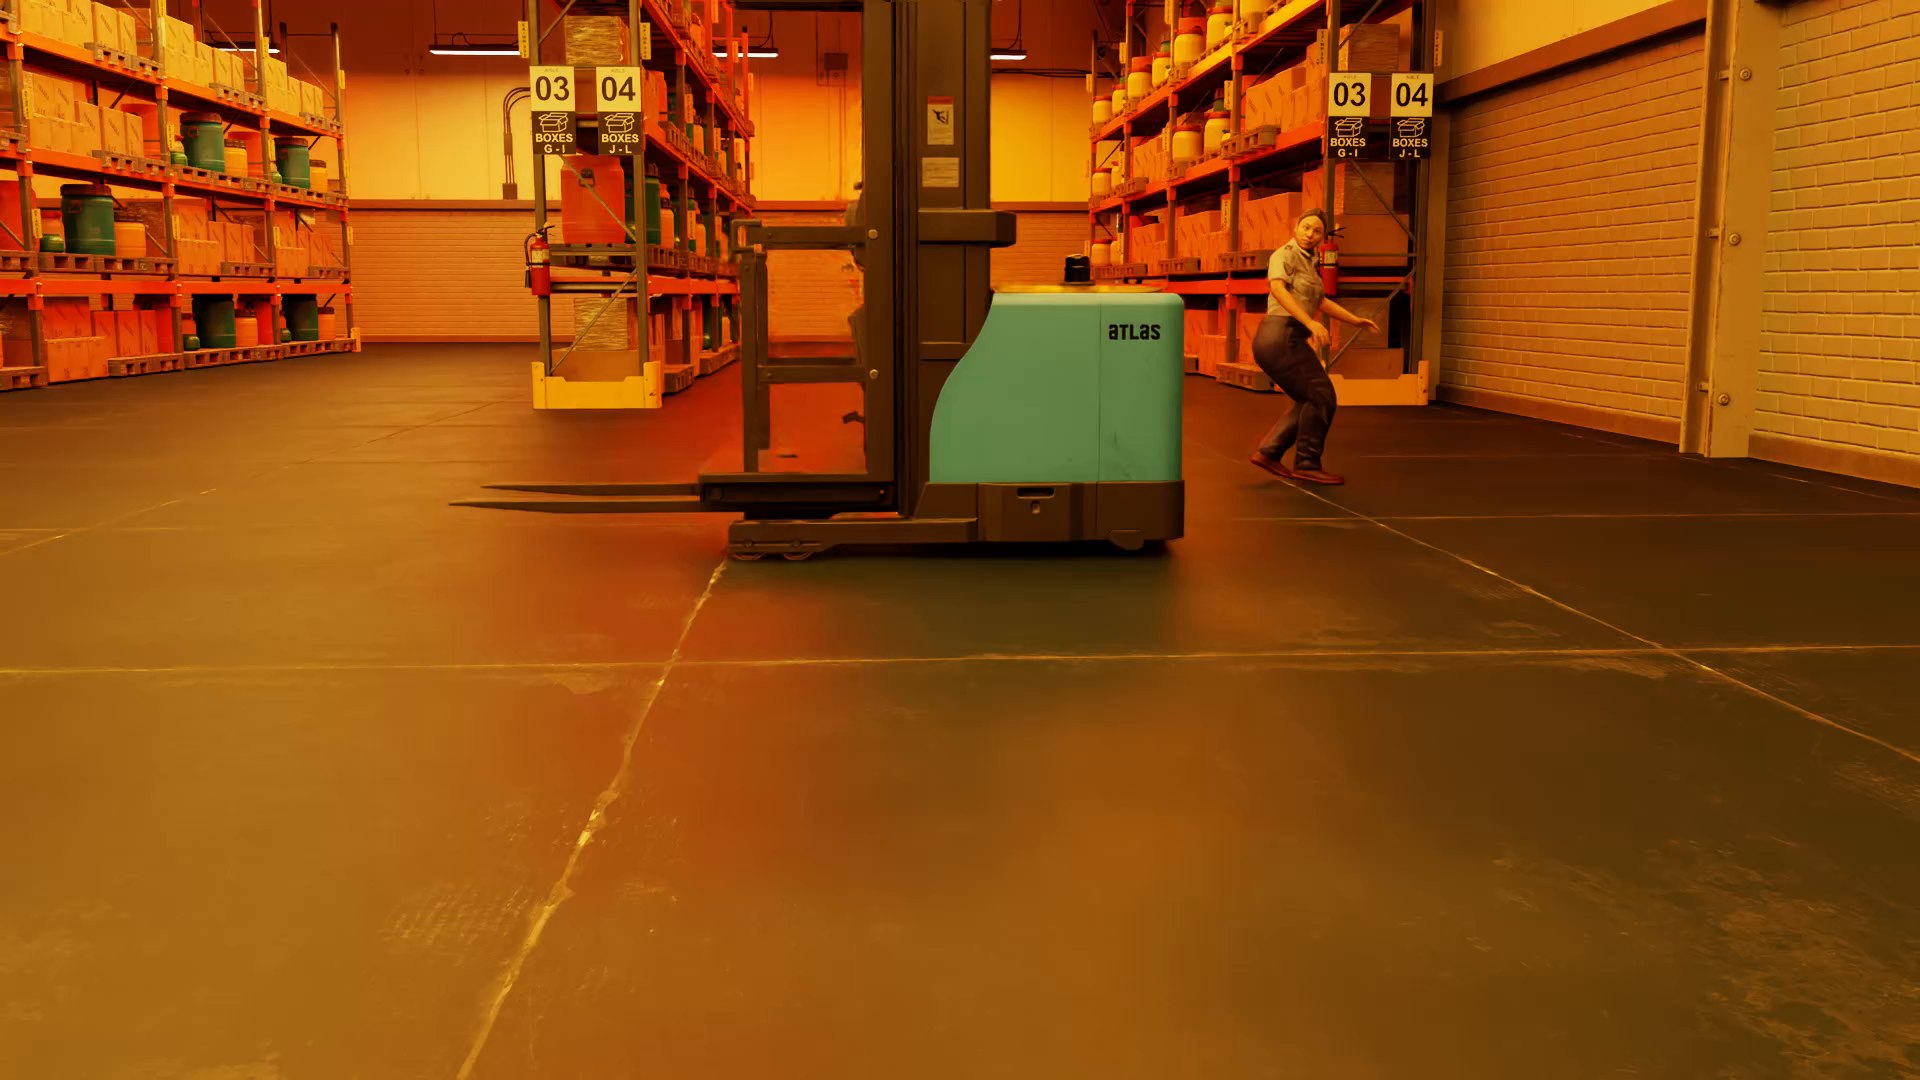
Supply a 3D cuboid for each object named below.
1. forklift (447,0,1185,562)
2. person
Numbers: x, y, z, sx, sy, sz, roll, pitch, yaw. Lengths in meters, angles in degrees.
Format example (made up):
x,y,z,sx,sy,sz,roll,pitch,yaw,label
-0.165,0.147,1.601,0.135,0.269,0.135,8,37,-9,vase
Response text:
x,y,z,sx,sy,sz,roll,pitch,yaw,label
-0.610,-1.443,7.047,3.031,2.935,1.130,-1,8,-4,forklift
2.012,-1.095,9.416,0.701,1.551,0.760,2,9,14,person
